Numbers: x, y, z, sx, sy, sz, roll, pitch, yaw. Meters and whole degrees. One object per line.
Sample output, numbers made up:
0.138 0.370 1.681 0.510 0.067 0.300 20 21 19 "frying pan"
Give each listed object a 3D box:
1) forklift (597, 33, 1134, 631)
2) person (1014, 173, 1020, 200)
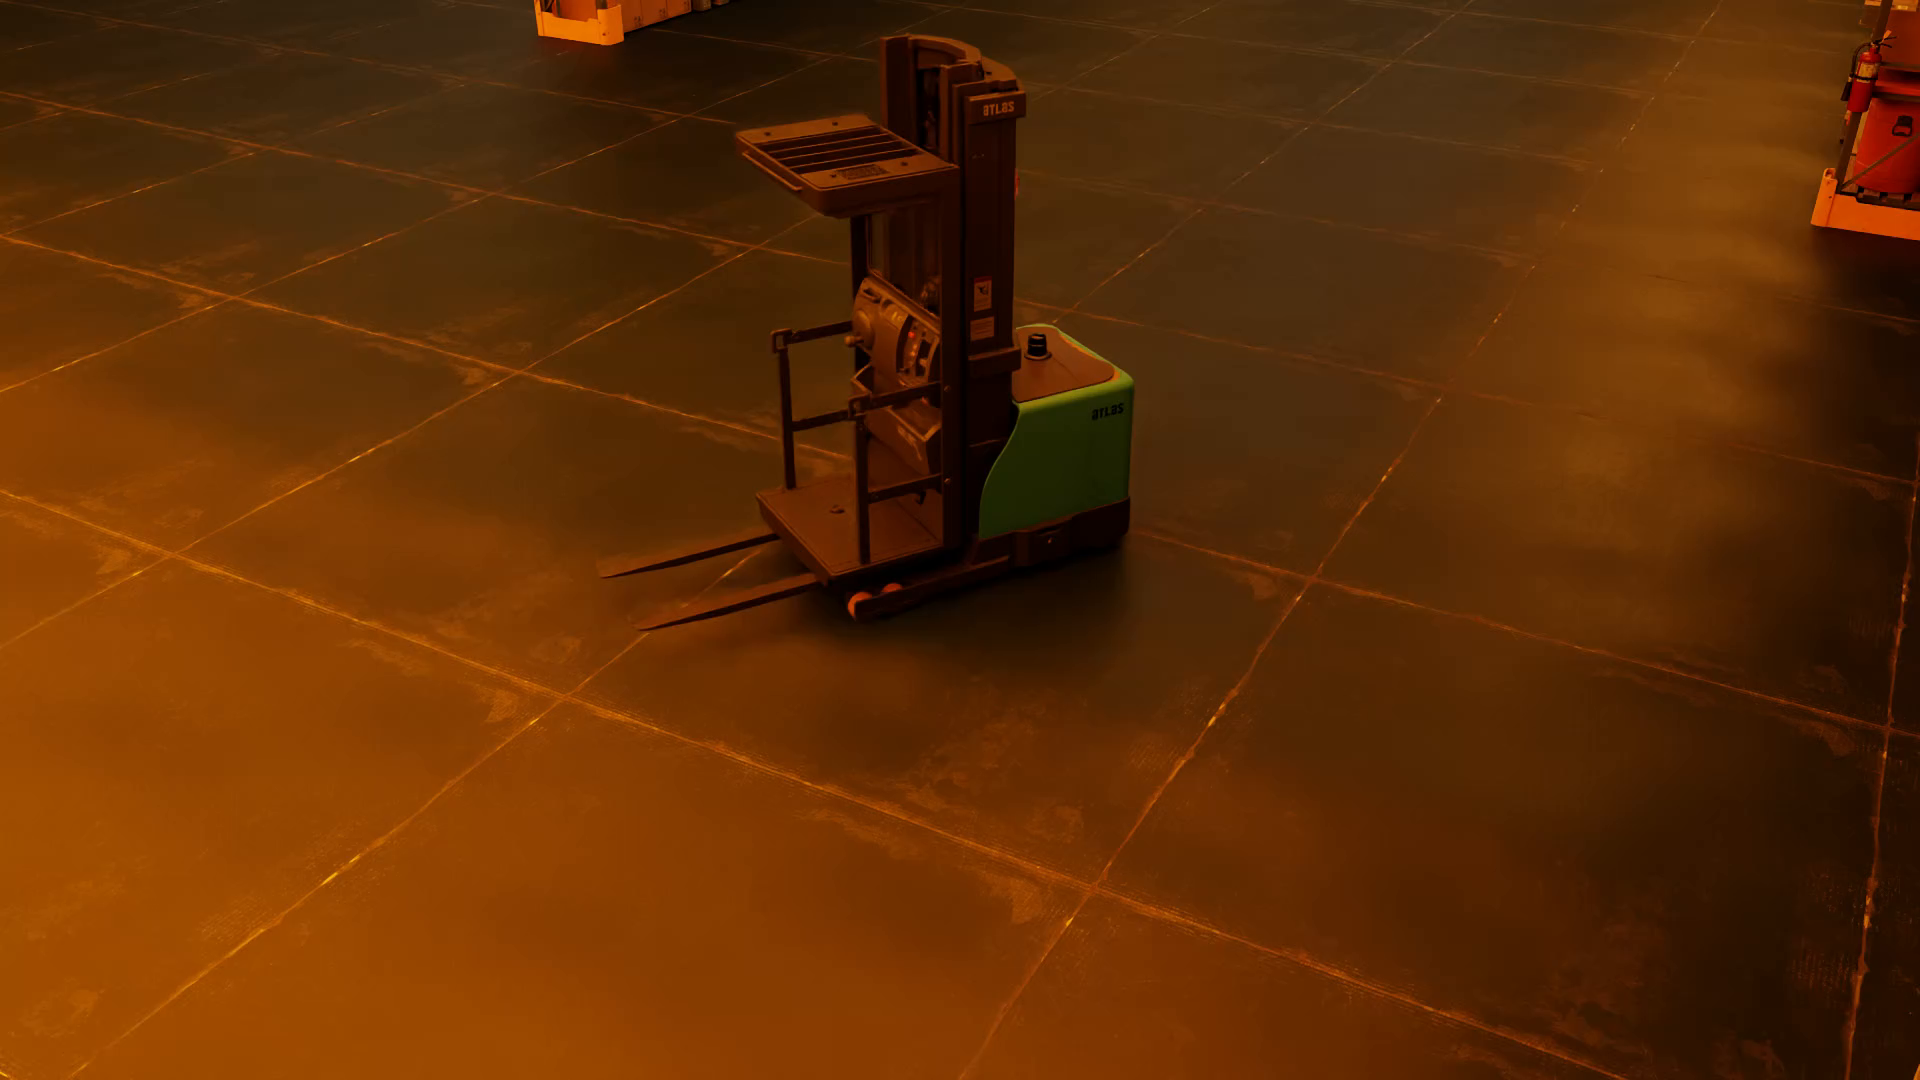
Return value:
-0.531 -1.116 9.005 3.031 2.935 1.130 -16 33 -25 "forklift"
0.227 -1.789 11.513 0.349 1.590 0.468 1 30 2 "person"
